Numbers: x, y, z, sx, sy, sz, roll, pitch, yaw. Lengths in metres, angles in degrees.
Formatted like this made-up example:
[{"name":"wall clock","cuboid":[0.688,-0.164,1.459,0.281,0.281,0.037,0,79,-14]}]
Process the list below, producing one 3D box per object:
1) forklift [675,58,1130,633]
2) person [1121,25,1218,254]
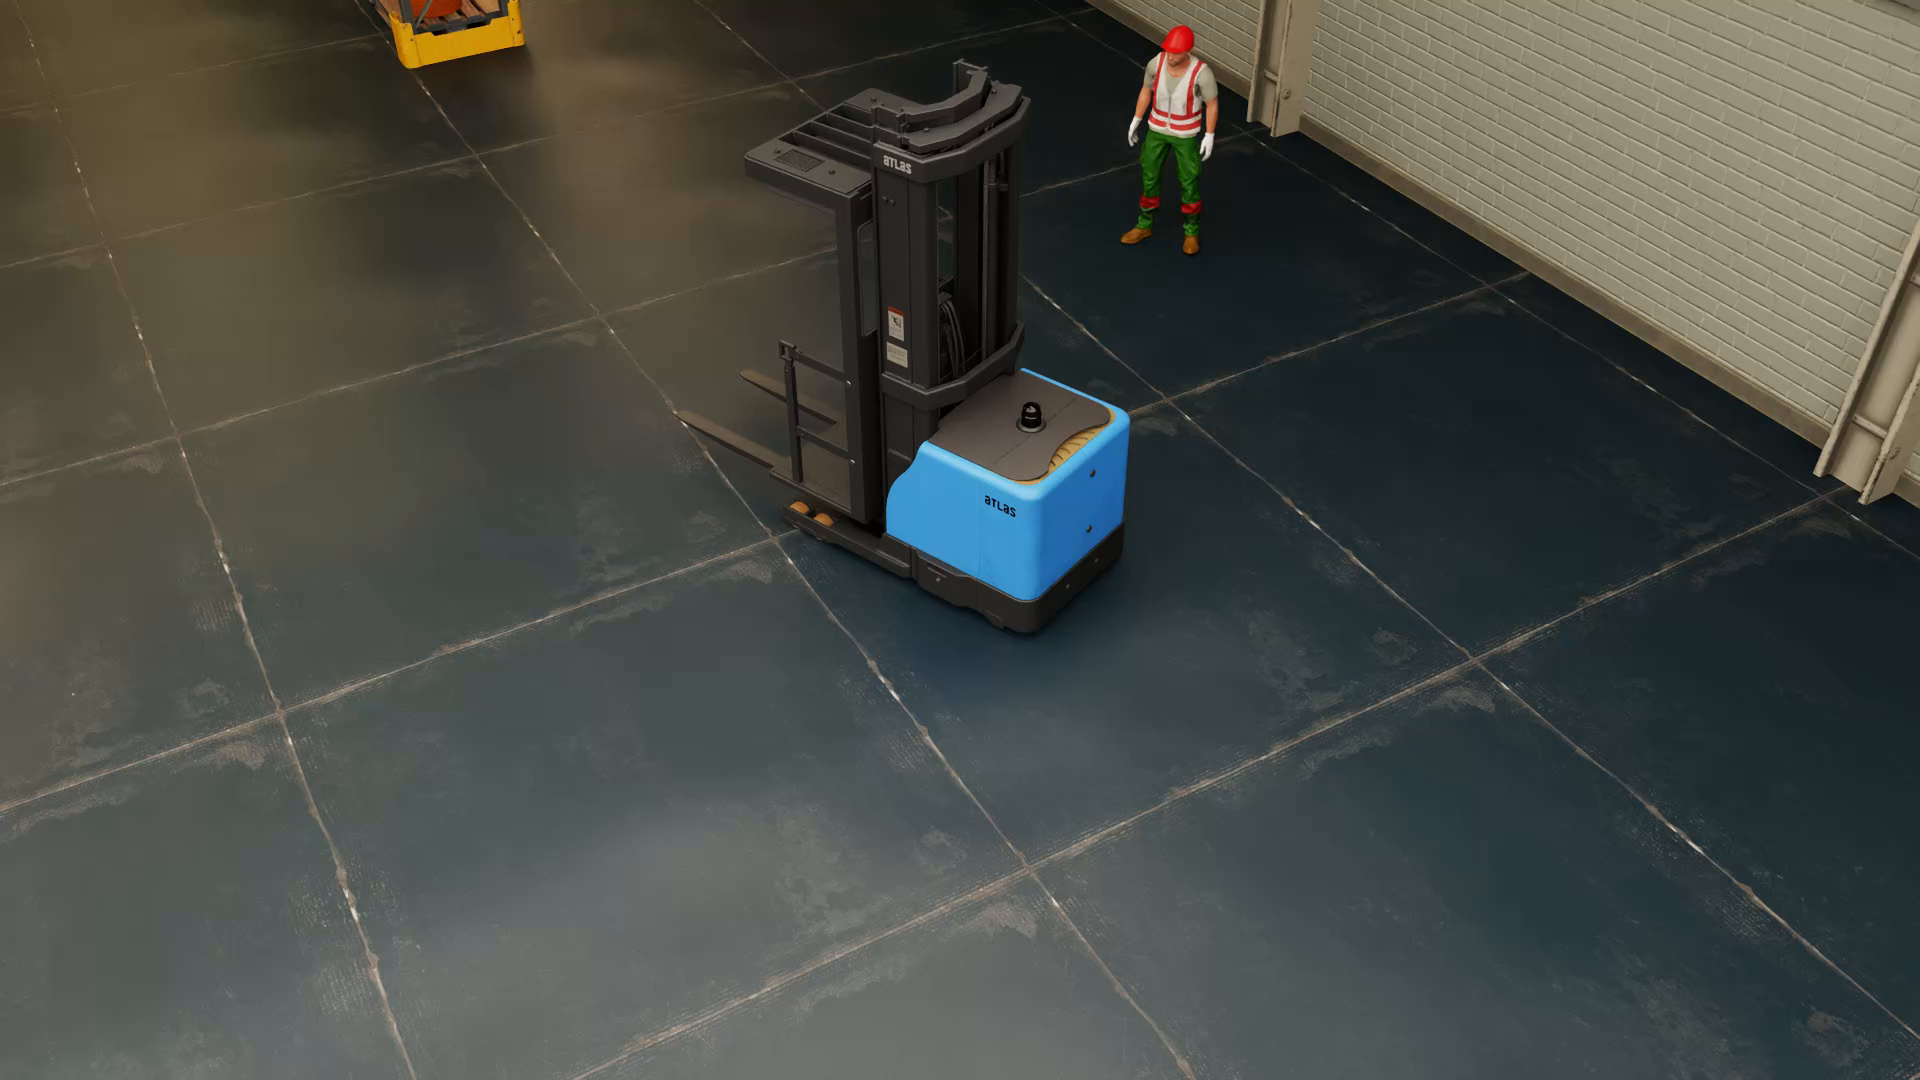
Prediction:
[{"name":"forklift","cuboid":[-0.481,-1.366,9.683,3.031,2.935,1.130,26,46,28]},{"name":"person","cuboid":[1.605,-3.073,12.647,0.662,1.778,0.466,17,43,20]}]
